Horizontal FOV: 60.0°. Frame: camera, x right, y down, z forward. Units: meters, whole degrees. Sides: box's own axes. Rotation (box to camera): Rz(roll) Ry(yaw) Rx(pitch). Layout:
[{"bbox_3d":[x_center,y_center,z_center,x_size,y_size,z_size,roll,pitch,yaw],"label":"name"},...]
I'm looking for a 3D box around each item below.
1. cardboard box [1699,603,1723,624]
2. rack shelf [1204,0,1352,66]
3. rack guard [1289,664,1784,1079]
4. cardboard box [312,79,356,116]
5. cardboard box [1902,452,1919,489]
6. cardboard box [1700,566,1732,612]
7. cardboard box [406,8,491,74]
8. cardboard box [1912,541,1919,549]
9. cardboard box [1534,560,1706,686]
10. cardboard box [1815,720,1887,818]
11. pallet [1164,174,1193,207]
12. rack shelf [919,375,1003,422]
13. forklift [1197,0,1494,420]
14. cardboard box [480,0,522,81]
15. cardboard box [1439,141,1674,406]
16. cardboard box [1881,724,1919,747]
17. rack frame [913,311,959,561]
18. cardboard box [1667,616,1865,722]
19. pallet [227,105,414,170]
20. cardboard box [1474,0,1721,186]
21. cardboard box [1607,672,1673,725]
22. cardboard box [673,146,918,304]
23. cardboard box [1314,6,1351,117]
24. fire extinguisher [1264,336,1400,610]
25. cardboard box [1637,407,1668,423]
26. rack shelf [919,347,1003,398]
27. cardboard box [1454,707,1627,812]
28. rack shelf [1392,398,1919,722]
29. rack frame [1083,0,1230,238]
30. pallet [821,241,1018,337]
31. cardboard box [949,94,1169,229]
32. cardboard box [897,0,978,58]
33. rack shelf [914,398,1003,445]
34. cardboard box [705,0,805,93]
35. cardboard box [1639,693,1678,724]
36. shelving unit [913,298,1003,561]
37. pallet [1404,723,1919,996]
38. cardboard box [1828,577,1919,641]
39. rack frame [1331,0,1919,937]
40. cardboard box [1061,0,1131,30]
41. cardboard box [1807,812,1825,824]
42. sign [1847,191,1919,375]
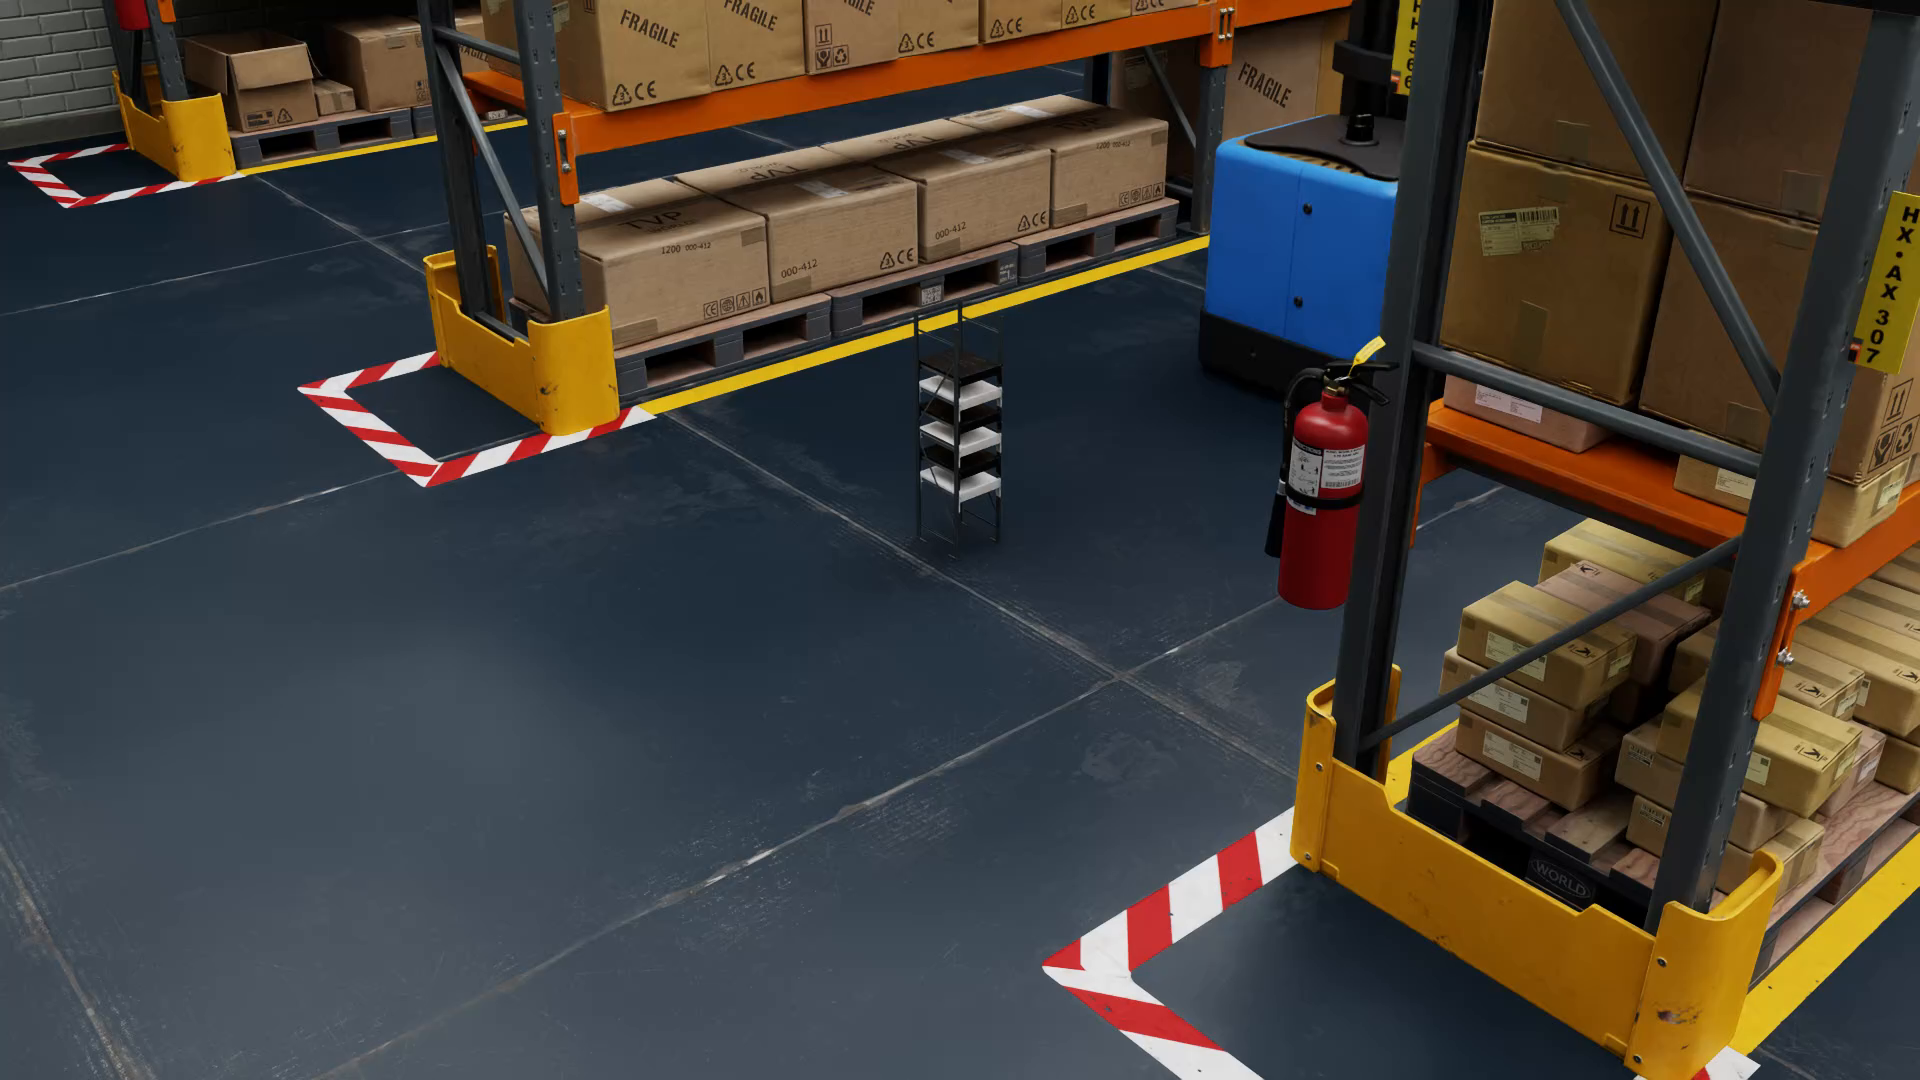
[{"bbox_3d":[2.224,0.195,4.966,0.250,0.149,0.380,-22,35,-35],"label":"cardboard box"},{"bbox_3d":[2.617,-3.539,10.454,4.000,0.370,1.077,-22,35,-35],"label":"rack shelf"},{"bbox_3d":[1.400,0.802,4.219,0.348,0.500,1.175,-22,35,-35],"label":"rack guard"},{"bbox_3d":[-4.297,-2.997,11.254,0.250,0.149,0.380,-24,36,-37],"label":"cardboard box"},{"bbox_3d":[1.968,-0.241,3.784,0.250,0.149,0.380,-20,34,-33],"label":"cardboard box"},{"bbox_3d":[2.161,0.042,4.936,0.250,0.149,0.380,-24,36,-37],"label":"cardboard box"},{"bbox_3d":[-3.503,-3.409,11.653,0.500,0.500,0.500,-21,35,-34],"label":"cardboard box"},{"bbox_3d":[2.950,0.085,4.857,0.250,0.149,0.380,-21,35,-34],"label":"cardboard box"},{"bbox_3d":[1.809,0.224,4.597,0.250,0.149,0.380,-21,35,-34],"label":"cardboard box"},{"bbox_3d":[2.152,0.532,4.335,0.250,0.149,0.380,-22,35,-35],"label":"cardboard box"},{"bbox_3d":[1.633,-2.278,10.289,1.213,0.211,1.003,-22,35,-35],"label":"pallet"},{"bbox_3d":[-0.006,-0.524,5.964,0.200,0.077,0.258,-22,35,-35],"label":"rack shelf"},{"bbox_3d":[2.533,-2.360,7.556,3.031,2.935,1.130,-23,35,-36],"label":"forklift"},{"bbox_3d":[-1.752,-2.308,7.279,0.500,0.500,0.500,-22,35,-35],"label":"cardboard box"},{"bbox_3d":[1.517,-0.682,3.922,0.500,0.500,0.500,-21,35,-34],"label":"cardboard box"},{"bbox_3d":[2.547,0.386,4.609,0.250,0.149,0.380,-21,34,-33],"label":"cardboard box"},{"bbox_3d":[-0.084,-0.363,5.975,0.006,0.900,0.240,-22,35,-35],"label":"rack frame"},{"bbox_3d":[2.093,0.367,4.329,0.250,0.149,0.380,-21,35,-34],"label":"cardboard box"},{"bbox_3d":[-4.508,-2.837,11.335,1.213,0.211,1.003,-22,35,-35],"label":"pallet"},{"bbox_3d":[1.529,-1.123,3.685,0.500,0.500,0.500,-23,36,-36],"label":"cardboard box"},{"bbox_3d":[1.792,0.339,4.696,0.250,0.149,0.380,-23,36,-36],"label":"cardboard box"},{"bbox_3d":[-0.820,-1.597,8.329,0.875,0.438,0.875,-21,34,-34],"label":"cardboard box"},{"bbox_3d":[2.197,-2.990,10.472,0.875,0.875,0.875,-21,34,-34],"label":"cardboard box"},{"bbox_3d":[0.851,-0.167,3.858,0.183,0.674,0.296,-22,35,-35],"label":"fire extinguisher"},{"bbox_3d":[1.620,-0.430,4.139,0.250,0.149,0.380,-22,35,-35],"label":"cardboard box"},{"bbox_3d":[-0.006,-0.603,5.922,0.200,0.077,0.258,-22,35,-35],"label":"rack shelf"},{"bbox_3d":[1.607,0.559,4.600,0.250,0.149,0.380,-21,35,-34],"label":"cardboard box"},{"bbox_3d":[2.864,-0.572,4.900,4.000,0.370,1.077,-22,35,-35],"label":"rack shelf"},{"bbox_3d":[1.095,-3.245,9.139,0.127,3.000,1.000,-22,35,-35],"label":"rack frame"},{"bbox_3d":[-0.462,-1.435,8.711,1.213,0.211,1.003,-22,35,-35],"label":"pallet"},{"bbox_3d":[0.548,-2.146,9.357,0.875,0.438,0.875,-22,35,-36],"label":"cardboard box"},{"bbox_3d":[-0.261,-2.582,7.793,0.500,0.500,0.500,-21,34,-33],"label":"cardboard box"},{"bbox_3d":[-0.006,-0.444,6.007,0.200,0.077,0.258,-22,35,-35],"label":"rack shelf"},{"bbox_3d":[-1.029,-2.274,7.216,0.500,0.500,0.500,-22,35,-36],"label":"cardboard box"},{"bbox_3d":[1.994,0.394,4.909,0.250,0.149,0.380,-22,35,-35],"label":"cardboard box"},{"bbox_3d":[-0.006,-0.394,6.033,0.210,0.900,0.258,-22,35,-35],"label":"shelving unit"},{"bbox_3d":[2.041,0.694,4.728,1.213,0.211,1.003,-22,35,-35],"label":"pallet"},{"bbox_3d":[2.503,0.230,4.585,0.250,0.149,0.380,-24,36,-37],"label":"cardboard box"},{"bbox_3d":[1.342,-0.277,3.586,0.127,3.000,1.000,-22,35,-35],"label":"rack frame"},{"bbox_3d":[0.521,-2.896,8.380,0.500,0.500,0.500,-23,36,-36],"label":"cardboard box"},{"bbox_3d":[2.094,0.640,4.449,0.250,0.149,0.380,-22,35,-35],"label":"cardboard box"},{"bbox_3d":[1.694,-0.464,3.018,0.005,0.325,0.100,-22,35,-35],"label":"sign"}]
